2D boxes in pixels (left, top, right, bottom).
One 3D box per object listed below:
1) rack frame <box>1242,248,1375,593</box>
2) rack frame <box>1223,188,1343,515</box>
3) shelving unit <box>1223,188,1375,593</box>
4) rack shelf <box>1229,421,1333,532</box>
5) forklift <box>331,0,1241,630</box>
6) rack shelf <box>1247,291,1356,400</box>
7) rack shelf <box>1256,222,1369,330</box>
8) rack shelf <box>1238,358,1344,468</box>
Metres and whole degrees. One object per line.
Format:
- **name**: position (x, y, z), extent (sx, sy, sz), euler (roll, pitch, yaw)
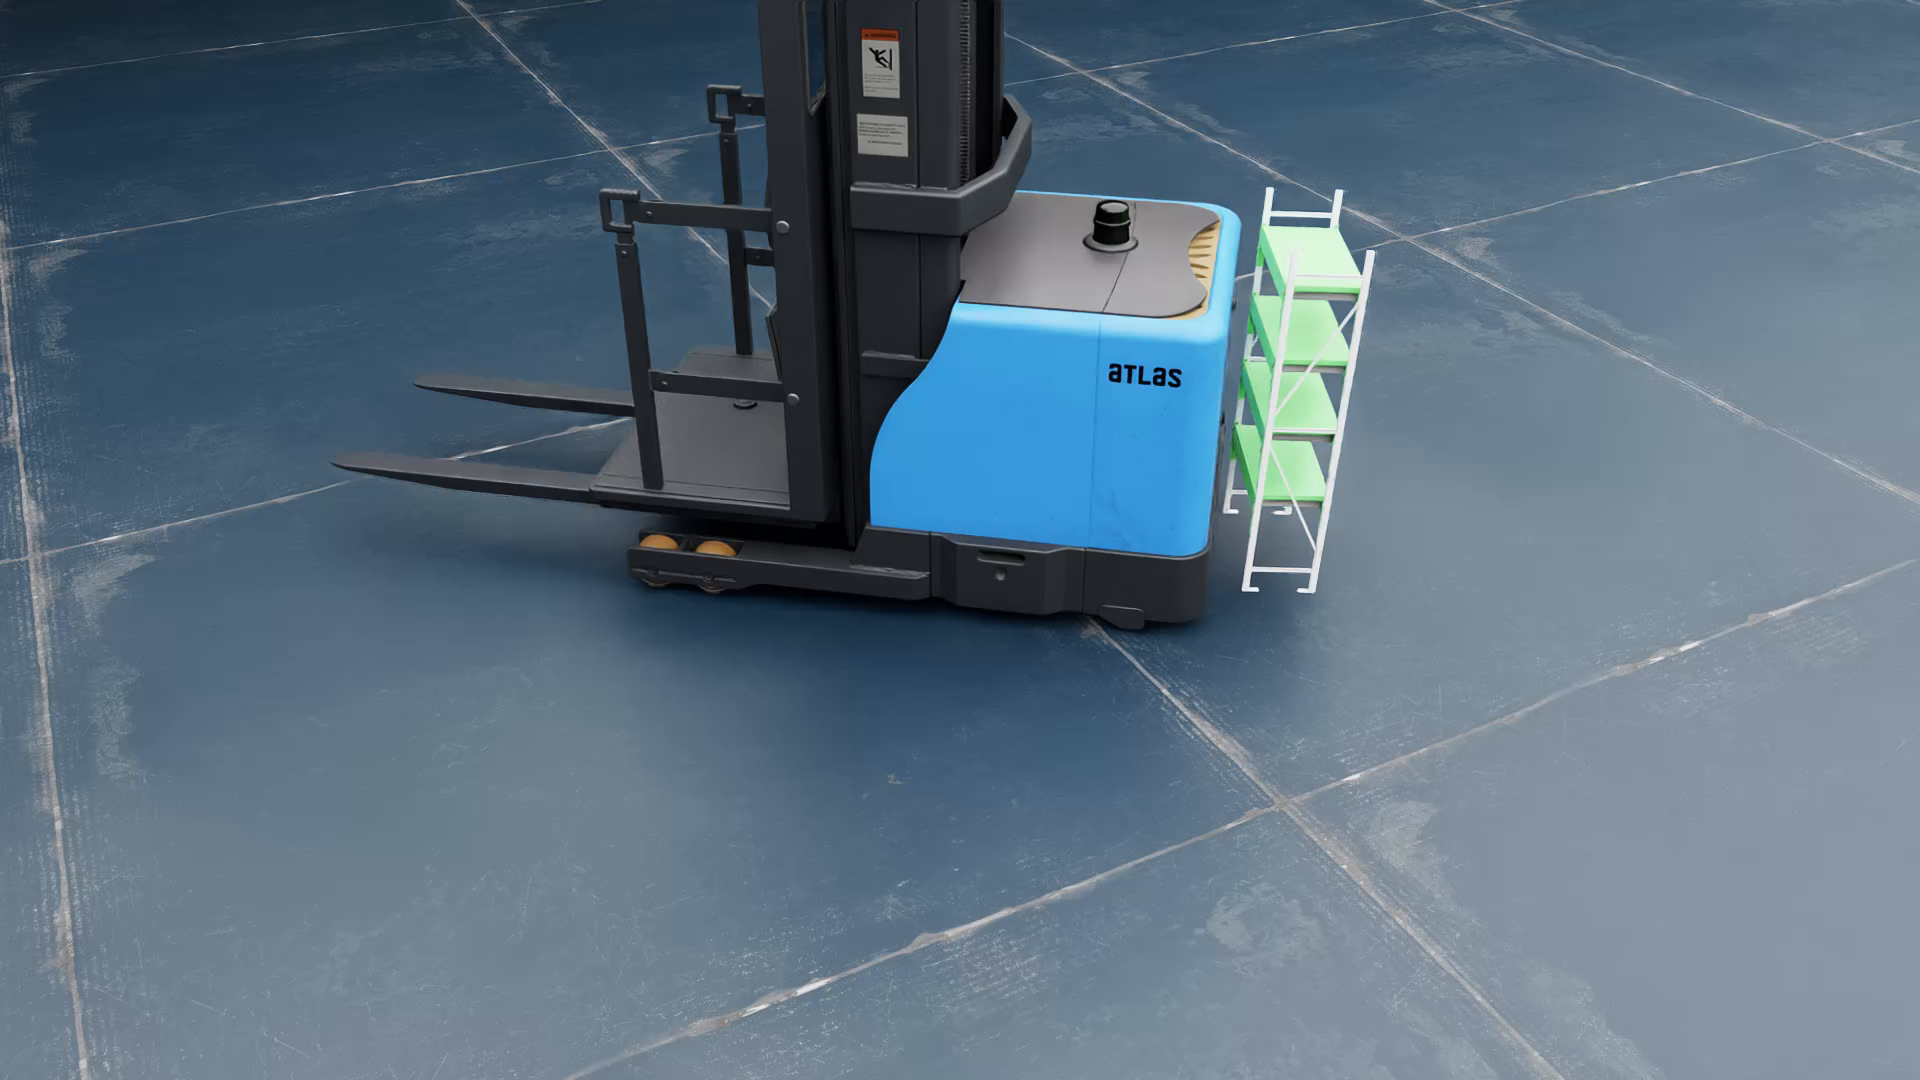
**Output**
- **rack frame**: position (1.067, -0.337, 5.156), extent (0.240, 1.200, 0.015), euler (2, 33, -1)
- **rack frame**: position (1.069, -0.600, 5.567), extent (0.240, 1.200, 0.015), euler (2, 33, -1)
- **shelving unit**: position (1.068, -0.468, 5.361), extent (0.258, 1.200, 0.503), euler (2, 33, -1)
- **rack shelf**: position (1.059, -0.213, 5.525), extent (0.258, 0.148, 0.480), euler (2, 33, -1)
- **forklift**: position (-0.630, -1.336, 5.118), extent (3.031, 2.935, 1.130), euler (6, 33, 9)
- **rack shelf**: position (1.073, -0.617, 5.266), extent (0.258, 0.148, 0.480), euler (2, 33, -1)
- **rack shelf**: position (1.081, -0.819, 5.137), extent (0.258, 0.148, 0.480), euler (2, 33, -1)
- **rack shelf**: position (1.066, -0.415, 5.396), extent (0.258, 0.148, 0.480), euler (2, 33, -1)
